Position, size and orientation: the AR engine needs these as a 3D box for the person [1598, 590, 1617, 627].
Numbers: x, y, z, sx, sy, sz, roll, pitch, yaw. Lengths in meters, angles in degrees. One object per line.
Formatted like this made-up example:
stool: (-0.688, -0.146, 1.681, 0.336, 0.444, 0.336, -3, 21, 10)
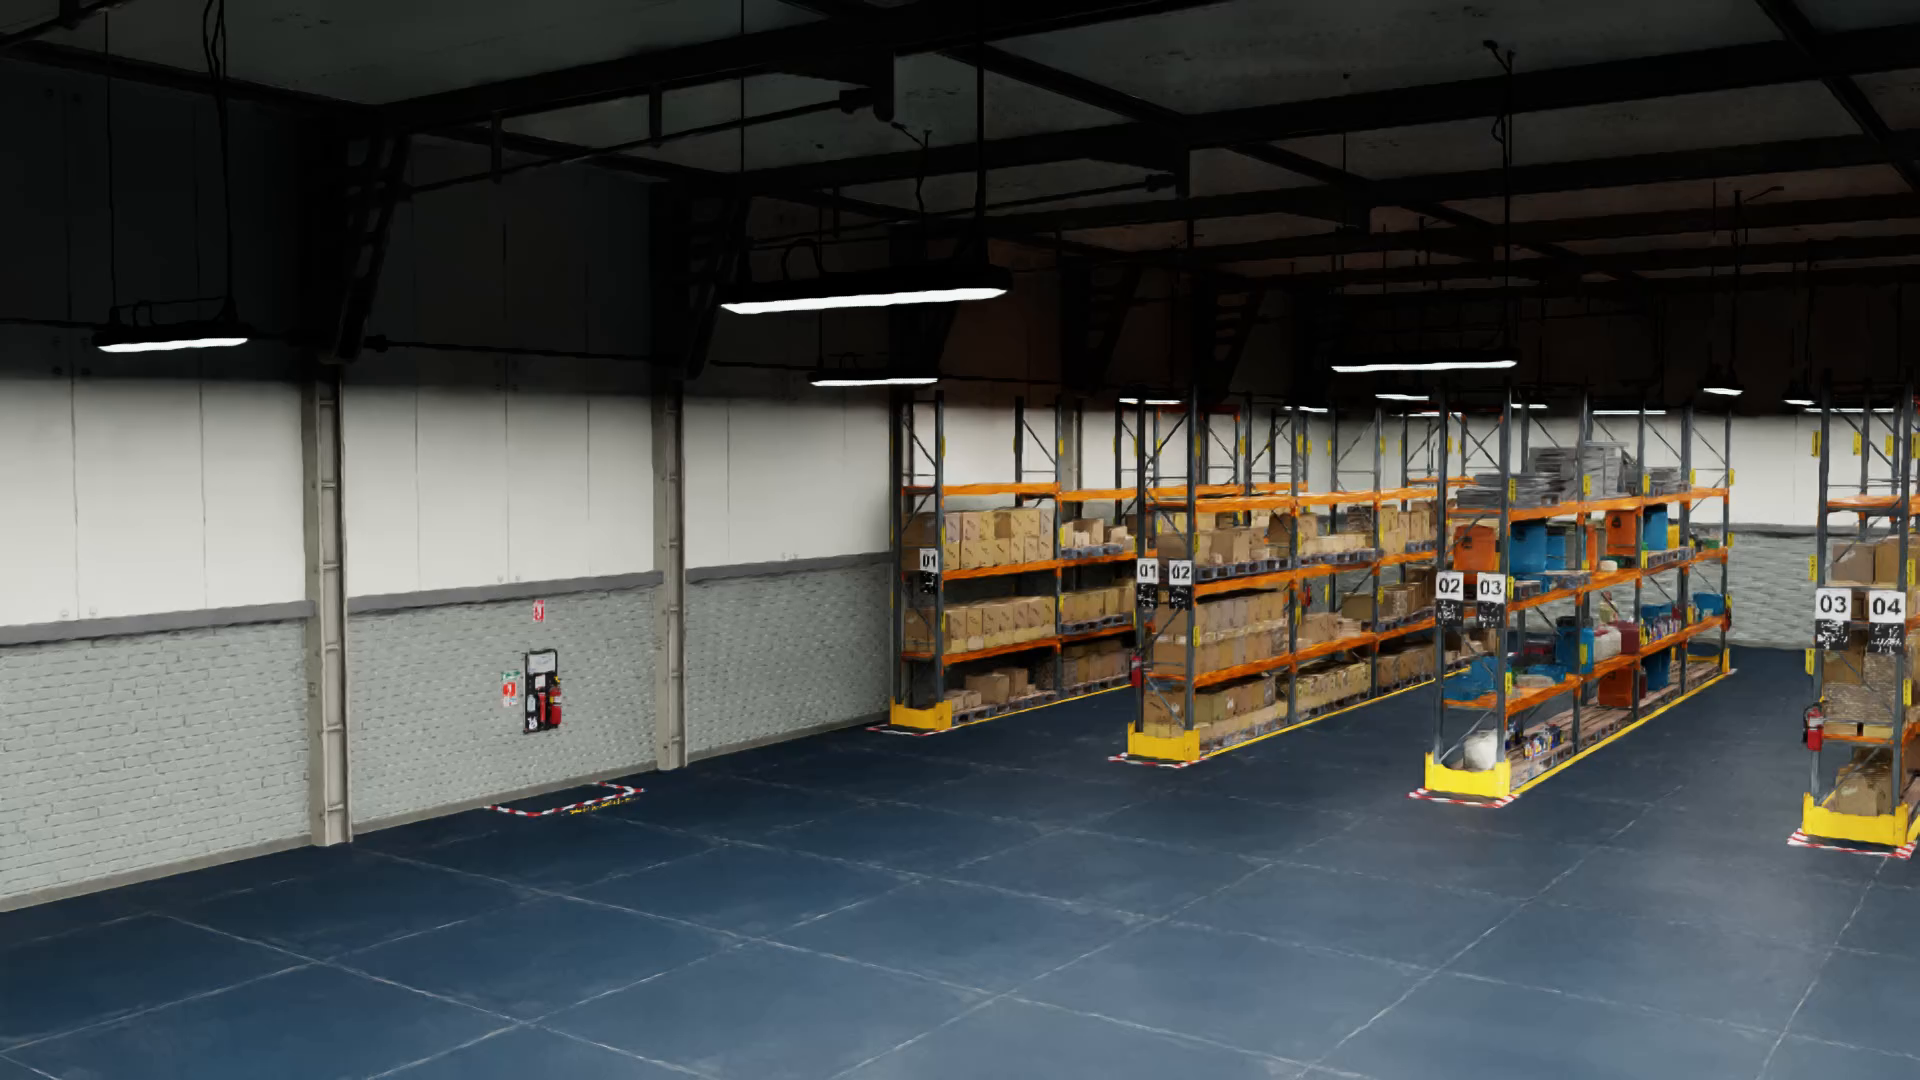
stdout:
person: (15.417, 1.940, 39.570, 0.446, 1.543, 0.950, 2, 4, 33)
